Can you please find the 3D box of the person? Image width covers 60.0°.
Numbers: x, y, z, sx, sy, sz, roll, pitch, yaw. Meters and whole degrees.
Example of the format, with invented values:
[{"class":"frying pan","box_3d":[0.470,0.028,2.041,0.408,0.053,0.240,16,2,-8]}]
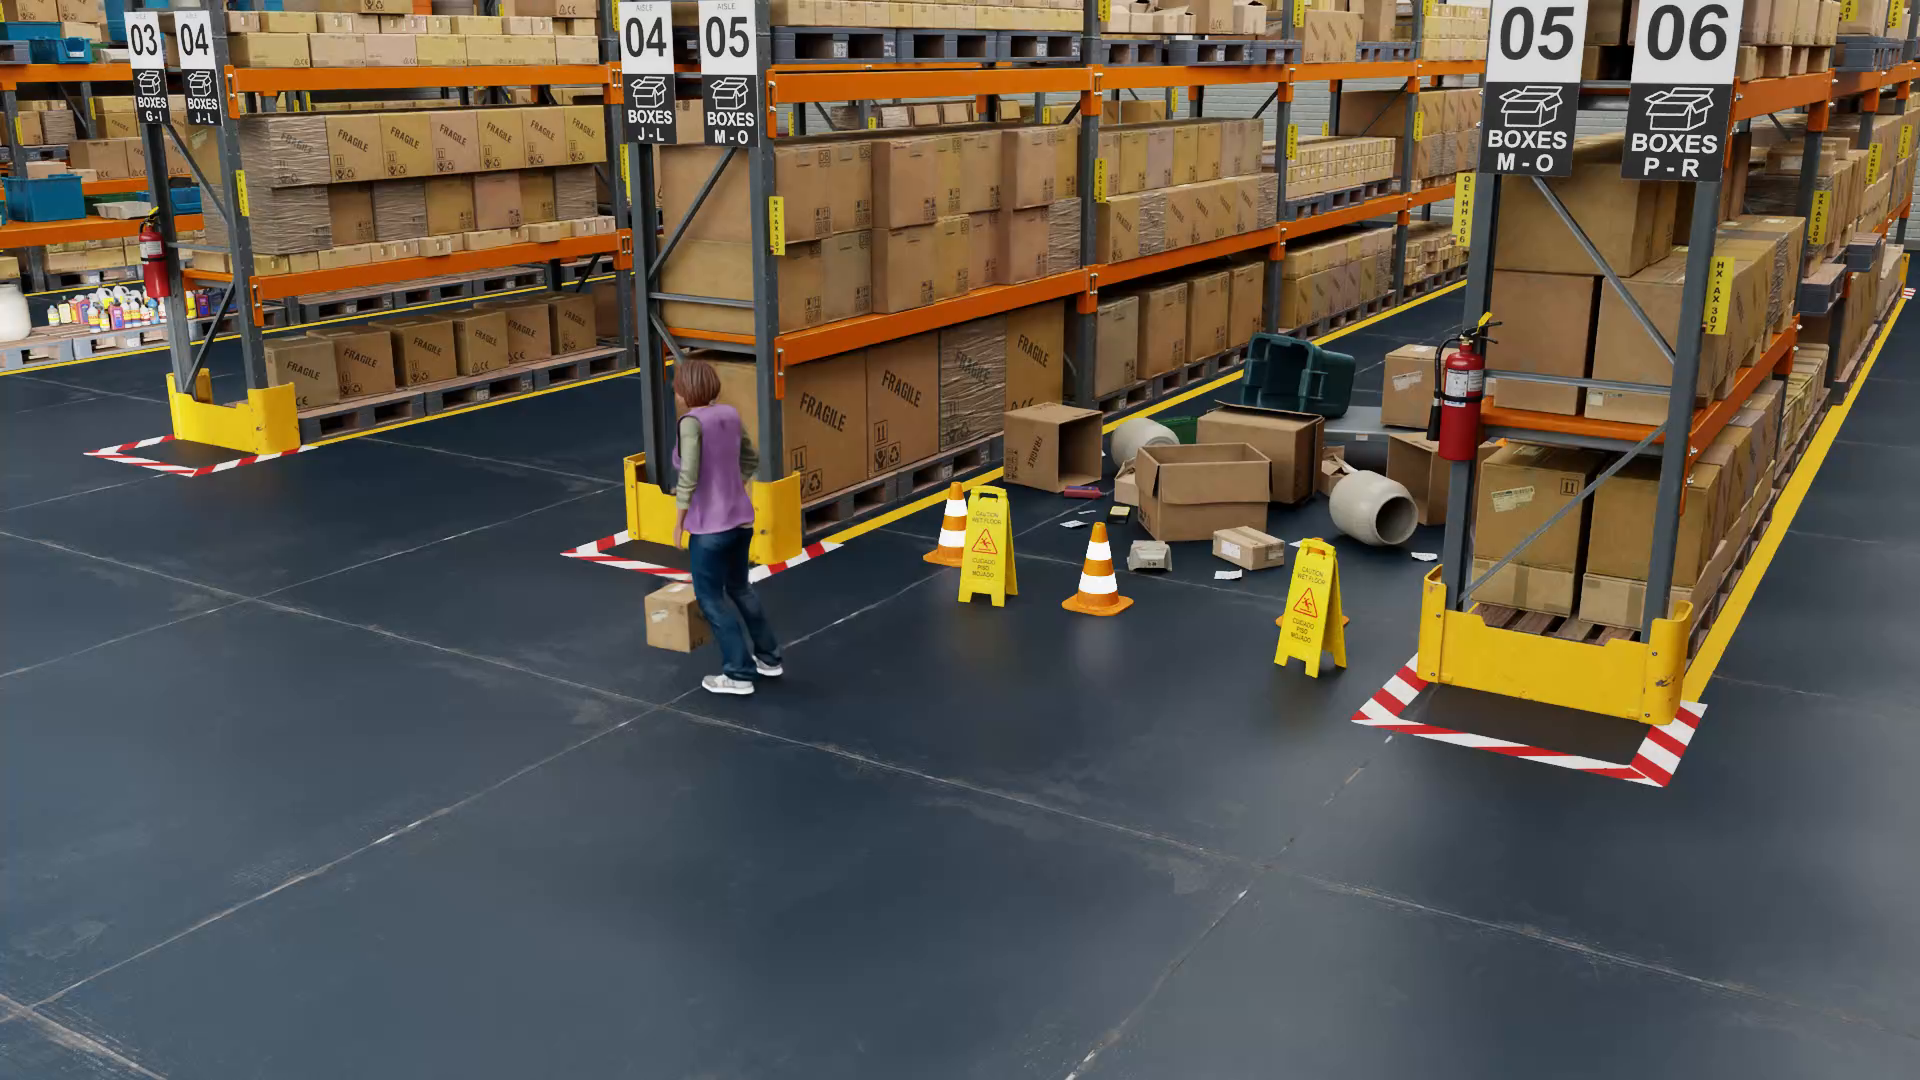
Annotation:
[{"class":"person","box_3d":[-1.117,-0.064,7.807,0.450,1.567,0.553,9,19,29]}]
